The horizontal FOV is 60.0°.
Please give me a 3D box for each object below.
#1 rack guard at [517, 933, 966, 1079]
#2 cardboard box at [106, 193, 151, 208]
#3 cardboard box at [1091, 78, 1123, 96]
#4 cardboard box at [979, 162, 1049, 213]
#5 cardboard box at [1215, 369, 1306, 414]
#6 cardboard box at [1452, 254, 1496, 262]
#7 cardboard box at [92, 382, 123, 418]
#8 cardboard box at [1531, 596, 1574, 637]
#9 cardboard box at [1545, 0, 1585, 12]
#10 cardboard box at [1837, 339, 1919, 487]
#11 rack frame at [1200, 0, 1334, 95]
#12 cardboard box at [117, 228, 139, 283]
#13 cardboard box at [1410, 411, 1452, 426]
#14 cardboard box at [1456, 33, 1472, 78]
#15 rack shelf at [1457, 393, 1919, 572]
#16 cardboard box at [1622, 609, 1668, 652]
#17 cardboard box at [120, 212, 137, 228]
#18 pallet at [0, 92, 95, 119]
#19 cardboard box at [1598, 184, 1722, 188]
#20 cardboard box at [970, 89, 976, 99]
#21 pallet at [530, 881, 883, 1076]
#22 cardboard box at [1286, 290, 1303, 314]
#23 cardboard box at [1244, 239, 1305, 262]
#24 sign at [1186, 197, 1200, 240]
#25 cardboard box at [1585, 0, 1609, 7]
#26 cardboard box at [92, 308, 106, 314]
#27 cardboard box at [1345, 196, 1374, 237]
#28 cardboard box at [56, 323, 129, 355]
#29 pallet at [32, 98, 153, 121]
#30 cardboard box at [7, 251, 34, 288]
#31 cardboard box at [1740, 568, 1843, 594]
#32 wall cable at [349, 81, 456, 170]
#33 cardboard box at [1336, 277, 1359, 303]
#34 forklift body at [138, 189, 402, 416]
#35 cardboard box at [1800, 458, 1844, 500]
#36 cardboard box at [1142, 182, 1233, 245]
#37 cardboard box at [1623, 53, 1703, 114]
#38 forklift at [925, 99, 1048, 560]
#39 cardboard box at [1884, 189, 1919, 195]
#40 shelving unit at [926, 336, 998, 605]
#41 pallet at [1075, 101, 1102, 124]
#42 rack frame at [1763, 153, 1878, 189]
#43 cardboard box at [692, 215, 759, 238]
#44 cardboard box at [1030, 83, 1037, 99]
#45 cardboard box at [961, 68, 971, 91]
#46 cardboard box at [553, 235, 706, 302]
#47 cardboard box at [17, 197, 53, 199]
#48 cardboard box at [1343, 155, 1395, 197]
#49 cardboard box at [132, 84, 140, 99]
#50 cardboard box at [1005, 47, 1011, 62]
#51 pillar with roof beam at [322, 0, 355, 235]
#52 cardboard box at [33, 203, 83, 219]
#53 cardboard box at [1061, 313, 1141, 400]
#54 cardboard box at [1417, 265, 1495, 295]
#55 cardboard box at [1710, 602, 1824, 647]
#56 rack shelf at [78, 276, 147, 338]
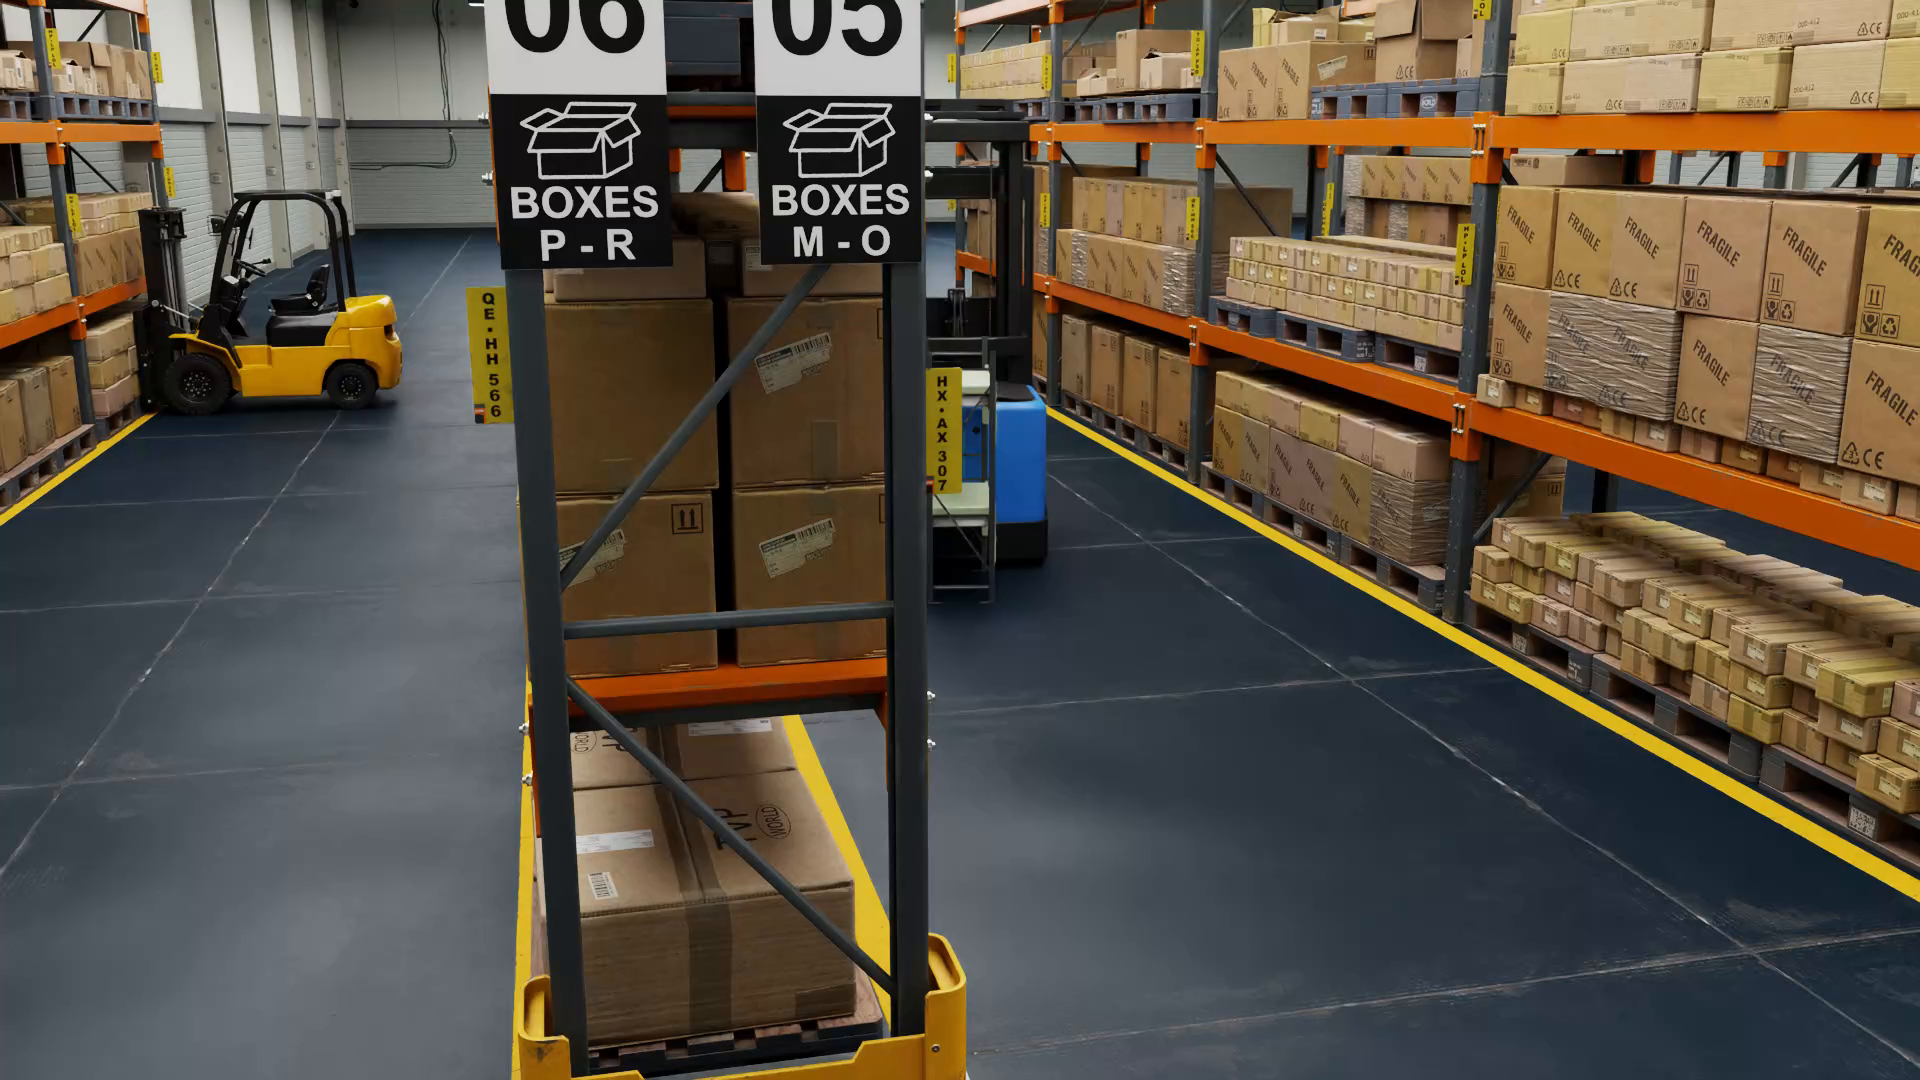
[{"bbox_3d":[-0.579,1.431,4.517,1.175,0.500,0.348,-3,14,-13],"label":"rack guard"},{"bbox_3d":[-8.789,-3.585,17.575,0.380,0.149,0.250,-3,14,-13],"label":"cardboard box"},{"bbox_3d":[1.387,-4.191,15.375,0.250,0.149,0.380,-3,14,-13],"label":"cardboard box"},{"bbox_3d":[0.713,-4.030,19.013,0.875,0.550,0.550,-3,14,-13],"label":"cardboard box"},{"bbox_3d":[2.251,-1.115,12.473,0.500,0.250,0.500,-4,14,-16],"label":"cardboard box"},{"bbox_3d":[3.372,-1.738,10.614,0.380,0.149,0.250,-3,14,-14],"label":"cardboard box"},{"bbox_3d":[-8.019,-1.278,15.247,0.500,0.250,0.500,-3,14,-13],"label":"cardboard box"},{"bbox_3d":[3.208,0.388,8.642,0.380,0.149,0.250,-3,14,-13],"label":"cardboard box"},{"bbox_3d":[3.128,-2.687,8.205,0.380,0.149,0.250,-4,14,-16],"label":"cardboard box"},{"bbox_3d":[3.731,-0.490,6.274,0.500,0.500,0.500,-4,14,-14],"label":"cardboard box"},{"bbox_3d":[2.324,-4.848,12.310,1.000,3.000,0.127,-3,14,-13],"label":"rack frame"},{"bbox_3d":[-8.433,-2.798,16.351,0.500,0.500,0.500,-3,14,-13],"label":"cardboard box"},{"bbox_3d":[3.219,-0.673,10.663,0.500,0.250,0.500,-3,14,-12],"label":"cardboard box"},{"bbox_3d":[3.261,-2.844,9.729,0.500,0.311,0.500,-3,14,-14],"label":"cardboard box"},{"bbox_3d":[3.733,-0.200,7.442,1.077,0.370,4.000,-3,14,-13],"label":"rack shelf"},{"bbox_3d":[3.377,0.423,7.869,0.380,0.149,0.250,-3,14,-14],"label":"cardboard box"},{"bbox_3d":[-8.488,-3.207,16.657,0.380,0.149,0.250,-3,14,-13],"label":"cardboard box"},{"bbox_3d":[-8.452,-3.889,14.892,1.003,0.211,1.213,-3,14,-13],"label":"pallet"},{"bbox_3d":[3.637,-1.596,8.697,0.500,0.500,0.500,-4,14,-15],"label":"cardboard box"},{"bbox_3d":[0.333,-5.153,19.314,0.380,0.149,0.250,-3,14,-13],"label":"cardboard box"},{"bbox_3d":[-0.849,1.386,5.311,1.003,0.211,1.213,-3,14,-13],"label":"pallet"},{"bbox_3d":[2.490,-1.654,11.520,0.380,0.149,0.250,-3,14,-11],"label":"cardboard box"},{"bbox_3d":[2.310,-2.125,12.198,0.380,0.149,0.250,-4,14,-15],"label":"cardboard box"},{"bbox_3d":[1.785,-2.465,12.755,0.100,0.325,0.005,-3,14,-13],"label":"sign"},{"bbox_3d":[3.242,-2.632,7.982,0.380,0.149,0.250,-3,14,-14],"label":"cardboard box"},{"bbox_3d":[-9.010,-2.204,16.930,0.500,0.250,0.500,-3,14,-14],"label":"cardboard box"},{"bbox_3d":[5.393,-4.097,21.039,0.875,0.500,0.500,-3,14,-13],"label":"cardboard box"},{"bbox_3d":[-8.146,-1.881,15.610,0.500,0.250,0.500,-3,14,-13],"label":"cardboard box"},{"bbox_3d":[-9.026,-4.452,17.196,1.003,0.211,1.213,-3,14,-13],"label":"pallet"},{"bbox_3d":[-7.621,-2.114,13.023,0.500,0.250,0.500,-3,14,-12],"label":"cardboard box"},{"bbox_3d":[3.978,0.245,7.971,0.380,0.149,0.250,-4,14,-15],"label":"cardboard box"},{"bbox_3d":[-16.331,-12.072,48.420,3.097,2.526,0.112,-3,14,-13],"label":"wall cable"},{"bbox_3d":[2.665,-1.622,10.764,0.380,0.149,0.250,-3,14,-13],"label":"cardboard box"},{"bbox_3d":[-6.948,-2.454,16.942,2.313,2.155,1.214,-3,14,-13],"label":"forklift body"},{"bbox_3d":[3.640,-0.262,6.709,0.380,0.149,0.250,-4,14,-16],"label":"cardboard box"},{"bbox_3d":[1.986,-2.807,14.279,0.700,0.500,0.500,-4,14,-14],"label":"cardboard box"},{"bbox_3d":[3.346,-2.037,7.442,0.500,0.250,0.500,-3,14,-11],"label":"cardboard box"},{"bbox_3d":[-0.056,-1.586,11.745,1.130,2.935,3.031,-1,14,-4],"label":"forklift"},{"bbox_3d":[7.476,-2.403,12.617,0.797,0.503,0.637,-3,14,-12],"label":"cardboard box"},{"bbox_3d":[-0.012,-0.437,10.050,0.431,1.500,0.755,-1,14,-3],"label":"shelving unit"},{"bbox_3d":[1.648,-4.012,15.611,0.805,0.209,1.217,-4,14,-15],"label":"pallet"},{"bbox_3d":[7.169,-2.187,14.058,1.000,3.000,0.127,-3,14,-13],"label":"rack frame"},{"bbox_3d":[-0.672,-0.976,5.417,0.380,0.149,0.250,-3,14,-13],"label":"cardboard box"},{"bbox_3d":[0.929,-4.569,16.920,0.380,0.149,0.250,-3,14,-12],"label":"cardboard box"},{"bbox_3d":[0.309,-5.435,19.627,0.500,0.250,0.500,-3,14,-13],"label":"cardboard box"},{"bbox_3d":[-0.864,-0.710,4.329,0.380,0.149,0.250,-3,14,-12],"label":"cardboard box"},{"bbox_3d":[-9.095,-3.316,16.474,0.380,0.149,0.250,-4,14,-15],"label":"cardboard box"},{"bbox_3d":[5.155,-4.569,20.865,0.500,0.500,0.500,-3,14,-13],"label":"cardboard box"},{"bbox_3d":[-8.677,-4.616,17.114,0.380,0.149,0.250,-4,14,-15],"label":"cardboard box"},{"bbox_3d":[0.693,-5.189,17.781,0.380,0.149,0.250,-3,14,-14],"label":"cardboard box"},{"bbox_3d":[-12.740,-13.067,45.950,9.100,9.000,0.548,-3,14,-13],"label":"pillar with roof beam"},{"bbox_3d":[-8.231,-2.992,15.148,0.380,0.149,0.250,-4,14,-14],"label":"cardboard box"},{"bbox_3d":[1.618,-1.829,16.451,1.050,0.750,0.750,-3,14,-13],"label":"cardboard box"},{"bbox_3d":[2.916,-1.526,9.742,0.380,0.149,0.250,-4,14,-15],"label":"cardboard box"},{"bbox_3d":[3.574,0.393,7.368,0.380,0.149,0.250,-4,14,-15],"label":"cardboard box"},{"bbox_3d":[-8.697,-2.392,16.412,1.077,0.370,4.000,-3,14,-13],"label":"rack shelf"}]
